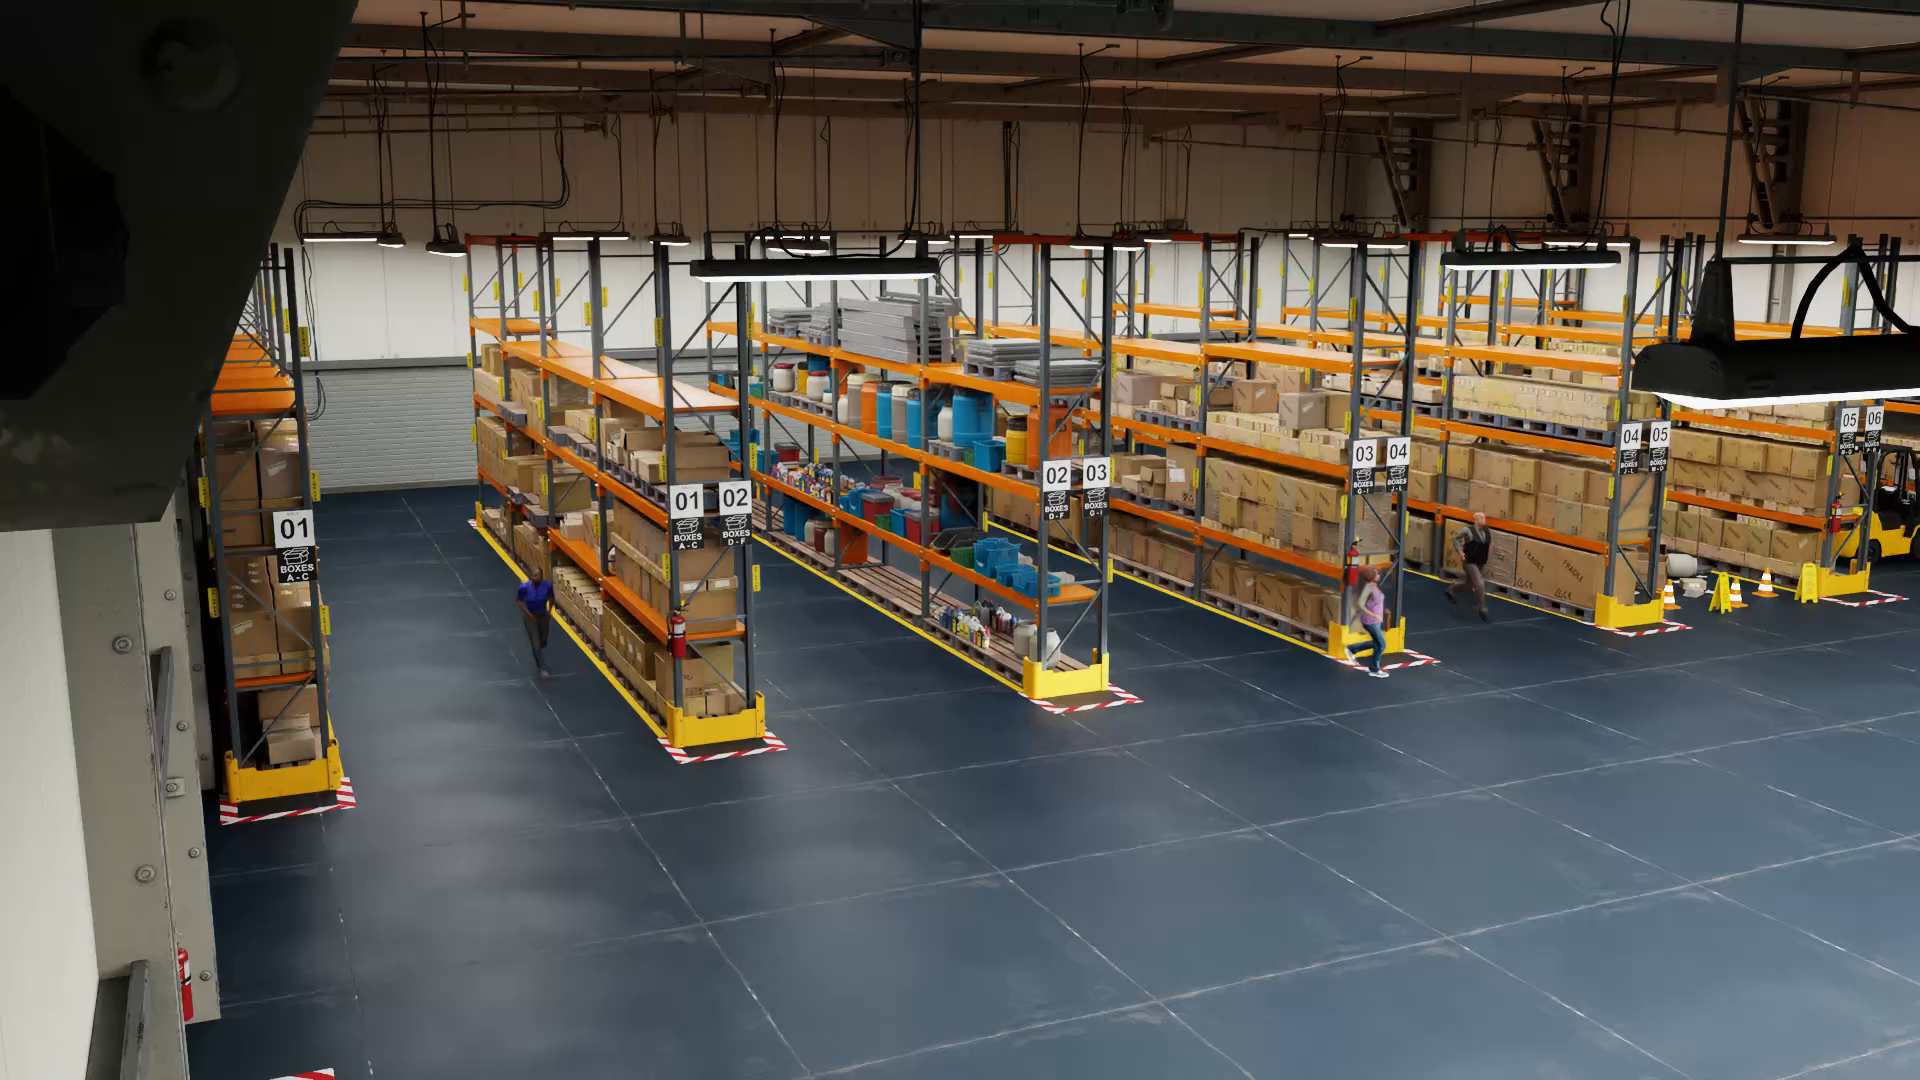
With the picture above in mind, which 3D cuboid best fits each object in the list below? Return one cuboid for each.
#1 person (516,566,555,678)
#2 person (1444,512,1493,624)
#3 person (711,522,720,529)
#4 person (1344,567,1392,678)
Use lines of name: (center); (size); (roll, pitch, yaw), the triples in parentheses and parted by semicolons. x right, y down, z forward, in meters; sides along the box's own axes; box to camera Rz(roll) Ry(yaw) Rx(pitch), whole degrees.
person: (-5.960, 1.101, 23.355); (0.548, 1.605, 0.775); (-4, 12, -21)
person: (8.212, 0.400, 26.647); (0.608, 1.766, 1.076); (-8, 13, -35)
person: (-4.384, -0.359, 30.754); (0.587, 1.602, 0.583); (-6, 12, -27)
person: (5.683, 1.100, 23.189); (0.621, 1.482, 0.541); (5, 12, 25)
